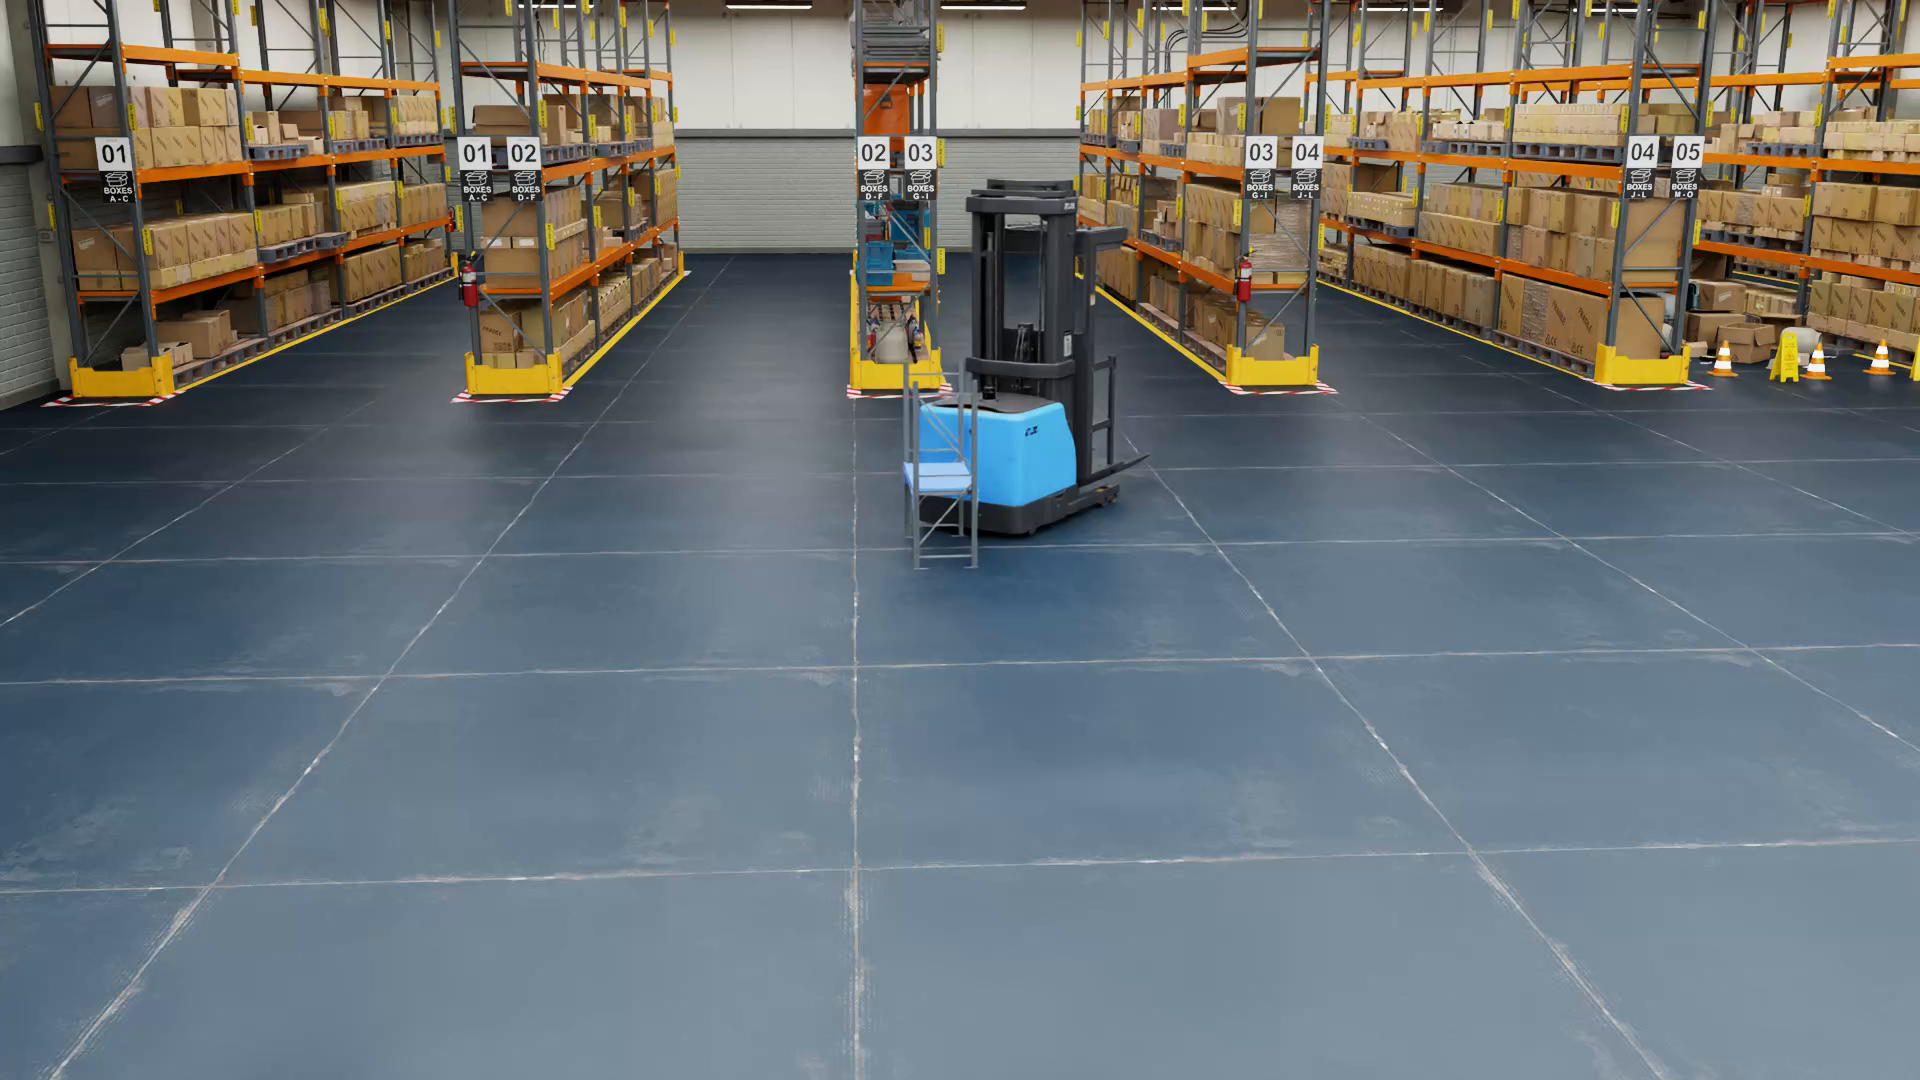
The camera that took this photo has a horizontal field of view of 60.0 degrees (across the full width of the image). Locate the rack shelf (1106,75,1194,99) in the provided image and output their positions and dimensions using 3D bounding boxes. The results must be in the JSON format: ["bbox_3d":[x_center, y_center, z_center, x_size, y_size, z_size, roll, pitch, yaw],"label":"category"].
[{"bbox_3d":[3.529,-8.376,30.767,1.077,0.370,4.000,-1,14,-3],"label":"rack shelf"}]

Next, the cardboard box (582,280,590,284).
[{"bbox_3d":[-6.454,-4.241,28.040,0.500,0.311,0.500,-1,14,-5],"label":"cardboard box"}]

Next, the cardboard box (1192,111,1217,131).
[{"bbox_3d":[3.970,-6.345,25.597,0.797,0.503,0.637,-2,15,-6],"label":"cardboard box"}]

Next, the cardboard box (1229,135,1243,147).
[{"bbox_3d":[3.794,-5.296,22.070,0.380,0.149,0.250,-2,15,-6],"label":"cardboard box"}]

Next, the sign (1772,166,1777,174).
[{"bbox_3d":[18.557,-8.453,37.901,0.100,0.325,0.005,-1,14,-3],"label":"sign"}]

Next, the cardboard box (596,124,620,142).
[{"bbox_3d":[-6.295,-6.972,28.885,0.910,0.500,0.500,-1,14,-3],"label":"cardboard box"}]

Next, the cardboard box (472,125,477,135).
[{"bbox_3d":[-6.074,-5.307,21.791,0.500,0.250,0.500,-1,14,-3],"label":"cardboard box"}]

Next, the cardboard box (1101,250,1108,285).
[{"bbox_3d":[3.465,-5.525,32.903,1.225,0.875,0.875,-1,14,-3],"label":"cardboard box"}]

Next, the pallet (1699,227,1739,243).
[{"bbox_3d":[13.694,-5.400,29.378,1.213,0.211,1.003,-1,14,-3],"label":"pallet"}]

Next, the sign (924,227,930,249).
[{"bbox_3d":[-0.493,-4.584,25.266,0.100,0.325,0.005,-1,14,-3],"label":"sign"}]

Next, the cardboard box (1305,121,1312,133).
[{"bbox_3d":[7.882,-9.063,36.508,0.500,0.250,0.500,-1,14,-3],"label":"cardboard box"}]

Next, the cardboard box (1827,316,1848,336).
[{"bbox_3d":[13.603,-3.262,25.359,0.500,0.250,0.500,0,14,0],"label":"cardboard box"}]

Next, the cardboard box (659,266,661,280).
[{"bbox_3d":[-6.293,-5.377,33.416,0.500,0.311,0.500,-1,14,-3],"label":"cardboard box"}]

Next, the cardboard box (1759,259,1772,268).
[{"bbox_3d":[17.892,-6.228,36.387,0.500,0.500,0.500,-1,14,-2],"label":"cardboard box"}]

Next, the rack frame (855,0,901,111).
[{"bbox_3d":[-1.786,-10.334,36.130,1.000,3.000,0.127,-1,14,-3],"label":"rack frame"}]

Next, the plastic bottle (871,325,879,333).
[{"bbox_3d":[-1.223,-2.987,24.198,0.152,0.276,0.135,-1,14,-3],"label":"plastic bottle"}]

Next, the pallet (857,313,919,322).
[{"bbox_3d":[-1.209,-3.592,27.565,1.003,0.211,1.213,-1,14,-3],"label":"pallet"}]

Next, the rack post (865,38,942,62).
[{"bbox_3d":[-0.715,-6.302,21.465,0.937,0.300,0.954,1,14,3],"label":"rack post"}]

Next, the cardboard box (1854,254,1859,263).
[{"bbox_3d":[13.634,-4.213,24.885,0.380,0.149,0.250,-1,14,-4],"label":"cardboard box"}]

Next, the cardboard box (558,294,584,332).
[{"bbox_3d":[-5.686,-3.243,23.779,0.500,0.500,0.500,-1,14,-3],"label":"cardboard box"}]

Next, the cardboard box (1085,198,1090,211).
[{"bbox_3d":[2.984,-7.198,35.688,0.500,0.250,0.500,-1,14,-5],"label":"cardboard box"}]

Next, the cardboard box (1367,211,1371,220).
[{"bbox_3d":[8.013,-6.213,31.817,0.380,0.149,0.250,-1,14,-4],"label":"cardboard box"}]

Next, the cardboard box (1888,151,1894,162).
[{"bbox_3d":[13.661,-5.539,24.018,0.380,0.149,0.250,-1,14,-3],"label":"cardboard box"}]

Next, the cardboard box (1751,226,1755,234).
[{"bbox_3d":[13.522,-5.200,27.878,0.380,0.149,0.250,-1,14,-5],"label":"cardboard box"}]

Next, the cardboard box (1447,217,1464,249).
[{"bbox_3d":[8.462,-5.123,27.719,0.500,0.500,0.500,-1,14,-4],"label":"cardboard box"}]

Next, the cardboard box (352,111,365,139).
[{"bbox_3d":[-11.382,-7.637,30.584,0.700,0.500,0.500,-1,14,-4],"label":"cardboard box"}]

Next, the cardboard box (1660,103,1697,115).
[{"bbox_3d":[9.402,-5.634,21.744,0.380,0.149,0.250,-1,14,-3],"label":"cardboard box"}]

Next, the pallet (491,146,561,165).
[{"bbox_3d":[-5.757,-4.960,21.441,1.003,0.211,1.213,-1,14,-3],"label":"pallet"}]

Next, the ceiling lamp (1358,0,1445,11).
[{"bbox_3d":[10.462,-14.020,38.743,2.000,3.185,0.800,-1,14,-3],"label":"ceiling lamp"}]

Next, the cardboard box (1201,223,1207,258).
[{"bbox_3d":[3.994,-4.352,24.125,0.875,0.500,0.500,-1,14,-3],"label":"cardboard box"}]

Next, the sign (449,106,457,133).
[{"bbox_3d":[-6.282,-5.212,20.625,0.100,0.325,0.005,-1,14,-3],"label":"sign"}]

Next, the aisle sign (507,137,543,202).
[{"bbox_3d":[-5.429,-4.621,20.749,0.394,0.787,0.004,-1,14,-3],"label":"aisle sign"}]

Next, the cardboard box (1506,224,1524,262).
[{"bbox_3d":[8.892,-4.553,25.401,0.875,0.550,0.550,-1,14,-3],"label":"cardboard box"}]

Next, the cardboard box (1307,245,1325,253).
[{"bbox_3d":[7.832,-6.400,36.566,0.380,0.149,0.250,-1,14,-4],"label":"cardboard box"}]

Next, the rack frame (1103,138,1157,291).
[{"bbox_3d":[3.405,-6.510,33.308,1.000,3.000,0.127,-1,14,-3],"label":"rack frame"}]

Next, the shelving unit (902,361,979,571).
[{"bbox_3d":[-0.167,-0.622,13.435,0.538,1.500,1.048,-1,15,-6],"label":"shelving unit"}]

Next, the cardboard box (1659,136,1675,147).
[{"bbox_3d":[9.404,-5.250,21.852,0.380,0.149,0.250,-1,14,-3],"label":"cardboard box"}]

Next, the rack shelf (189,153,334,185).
[{"bbox_3d":[-11.055,-5.893,26.333,1.077,0.370,4.000,-1,14,-3],"label":"rack shelf"}]

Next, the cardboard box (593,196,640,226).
[{"bbox_3d":[-6.252,-6.000,30.284,0.700,0.500,0.500,2,15,7],"label":"cardboard box"}]

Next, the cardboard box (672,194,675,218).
[{"bbox_3d":[-6.395,-7.165,35.654,0.500,0.500,0.500,-1,14,-3],"label":"cardboard box"}]

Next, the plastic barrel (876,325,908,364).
[{"bbox_3d":[-0.912,-2.610,22.301,0.421,0.512,0.421,0,14,0],"label":"plastic barrel"}]

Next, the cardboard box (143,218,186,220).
[{"bbox_3d":[-11.057,-4.218,23.157,0.500,0.500,0.500,0,14,-2],"label":"cardboard box"}]

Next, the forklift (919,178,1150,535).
[{"bbox_3d":[0.820,-1.778,15.054,1.130,2.935,3.031,9,17,30],"label":"forklift"}]

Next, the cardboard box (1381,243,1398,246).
[{"bbox_3d":[8.660,-5.736,32.969,0.500,0.250,0.500,-1,14,-5],"label":"cardboard box"}]

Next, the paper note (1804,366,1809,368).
[{"bbox_3d":[11.994,-2.445,23.468,0.148,0.019,0.142,-6,16,-23],"label":"paper note"}]

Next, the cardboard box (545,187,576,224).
[{"bbox_3d":[-5.921,-4.809,23.894,0.700,0.500,0.500,-1,14,-4],"label":"cardboard box"}]

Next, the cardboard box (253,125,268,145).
[{"bbox_3d":[-10.923,-6.194,25.397,0.500,0.311,0.500,0,14,-2],"label":"cardboard box"}]

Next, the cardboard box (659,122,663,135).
[{"bbox_3d":[-6.317,-8.354,33.752,0.500,0.250,0.500,-1,14,-3],"label":"cardboard box"}]

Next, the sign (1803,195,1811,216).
[{"bbox_3d":[13.238,-5.225,25.989,0.100,0.325,0.005,-1,14,-3],"label":"sign"}]

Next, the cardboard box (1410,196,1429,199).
[{"bbox_3d":[8.691,-6.381,31.275,0.380,0.149,0.250,0,14,-2],"label":"cardboard box"}]

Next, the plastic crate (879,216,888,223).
[{"bbox_3d":[-1.425,-6.453,33.495,0.396,0.136,0.243,-1,14,-3],"label":"plastic crate"}]

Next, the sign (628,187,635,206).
[{"bbox_3d":[-5.681,-5.933,28.743,0.100,0.325,0.005,-1,14,-3],"label":"sign"}]

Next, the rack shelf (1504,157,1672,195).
[{"bbox_3d":[8.981,-5.179,23.558,1.077,0.370,4.000,-1,14,-3],"label":"rack shelf"}]

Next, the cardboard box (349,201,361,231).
[{"bbox_3d":[-10.976,-5.743,29.490,0.500,0.500,0.500,0,14,-2],"label":"cardboard box"}]
